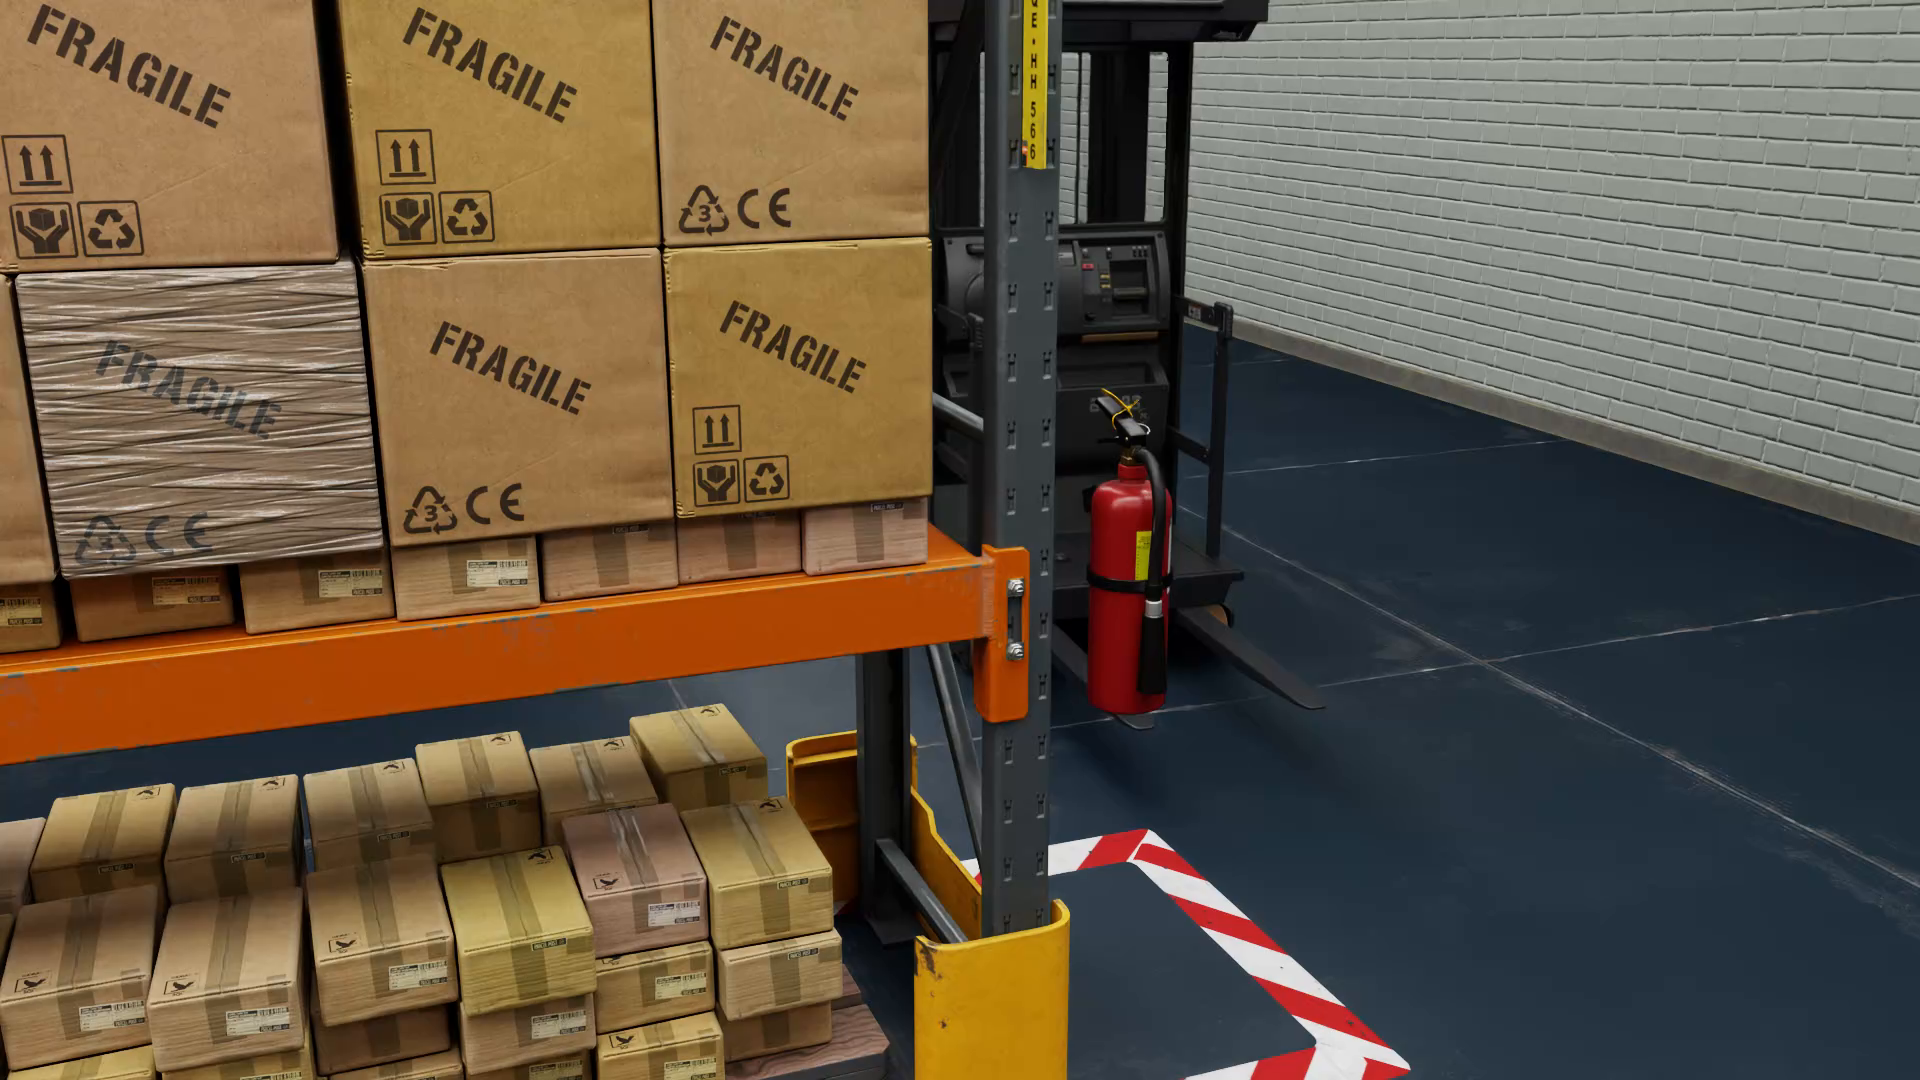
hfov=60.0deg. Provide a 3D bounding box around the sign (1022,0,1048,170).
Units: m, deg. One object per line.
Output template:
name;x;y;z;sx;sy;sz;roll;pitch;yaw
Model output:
sign;0.137;-0.847;3.042;0.005;0.325;0.100;-6;17;-20

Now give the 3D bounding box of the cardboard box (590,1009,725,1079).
cardboard box;-0.664;1.039;3.550;0.250;0.149;0.380;-6;17;-18

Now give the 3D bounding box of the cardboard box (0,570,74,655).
cardboard box;-1.722;0.078;2.955;0.250;0.149;0.380;-6;17;-19

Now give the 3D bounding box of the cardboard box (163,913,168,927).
cardboard box;-1.827;0.869;3.601;0.250;0.149;0.380;-5;17;-17

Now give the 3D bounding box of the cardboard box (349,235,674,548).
cardboard box;-0.853;-0.315;3.141;0.500;0.500;0.500;-6;18;-21

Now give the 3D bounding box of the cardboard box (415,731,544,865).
cardboard box;-1.149;0.608;3.963;0.250;0.149;0.380;-6;17;-20

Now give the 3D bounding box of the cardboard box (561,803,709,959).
cardboard box;-0.702;0.724;3.569;0.250;0.149;0.380;-6;17;-19

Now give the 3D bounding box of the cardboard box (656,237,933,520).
cardboard box;-0.370;-0.365;3.313;0.500;0.500;0.500;-6;17;-19

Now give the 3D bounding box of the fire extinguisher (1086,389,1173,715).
fire extinguisher;0.358;0.024;3.491;0.183;0.674;0.296;-6;17;-20

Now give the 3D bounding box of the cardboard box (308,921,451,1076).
cardboard box;-1.206;0.917;3.438;0.250;0.149;0.380;-6;18;-21

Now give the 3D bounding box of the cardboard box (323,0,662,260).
cardboard box;-0.854;-0.795;3.003;0.500;0.500;0.500;-7;18;-22

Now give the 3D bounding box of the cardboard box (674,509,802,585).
cardboard box;-0.492;-0.045;3.373;0.250;0.149;0.380;-6;17;-20

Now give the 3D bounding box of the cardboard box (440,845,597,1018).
cardboard box;-0.898;0.783;3.367;0.250;0.149;0.380;-7;18;-21

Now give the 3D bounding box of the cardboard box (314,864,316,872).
cardboard box;-1.375;0.779;3.907;0.250;0.149;0.380;-6;17;-18

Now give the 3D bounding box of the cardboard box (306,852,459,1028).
cardboard box;-1.162;0.792;3.334;0.250;0.149;0.380;-7;18;-22

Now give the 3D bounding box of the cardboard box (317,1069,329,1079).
cardboard box;-1.383;1.114;3.296;0.250;0.149;0.380;-7;18;-23

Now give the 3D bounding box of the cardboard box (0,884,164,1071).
cardboard box;-1.679;0.832;3.201;0.250;0.149;0.380;-7;18;-22

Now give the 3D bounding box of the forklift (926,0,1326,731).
forklift;0.453;-1.029;6.399;1.130;2.935;3.031;-5;17;-16

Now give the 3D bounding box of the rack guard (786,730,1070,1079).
rack guard;-0.114;0.919;4.080;0.348;0.500;1.175;-6;17;-20

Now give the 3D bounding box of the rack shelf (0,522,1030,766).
rack shelf;-1.910;0.259;3.169;4.000;0.370;1.077;-6;17;-20

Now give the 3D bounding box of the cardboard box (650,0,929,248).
cardboard box;-0.381;-0.847;3.177;0.500;0.500;0.500;-7;18;-21

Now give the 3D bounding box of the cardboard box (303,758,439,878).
cardboard box;-1.351;0.655;3.804;0.250;0.149;0.380;-7;18;-23

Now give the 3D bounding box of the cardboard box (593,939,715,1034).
cardboard box;-0.697;0.876;3.576;0.250;0.149;0.380;-7;18;-21

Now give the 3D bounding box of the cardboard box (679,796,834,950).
cardboard box;-0.446;0.713;3.604;0.250;0.149;0.380;-6;17;-19

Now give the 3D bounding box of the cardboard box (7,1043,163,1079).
cardboard box;-1.643;0.994;3.177;0.250;0.149;0.380;-5;17;-17

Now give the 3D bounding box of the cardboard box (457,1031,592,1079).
cardboard box;-0.941;1.043;3.537;0.250;0.149;0.380;-6;17;-20

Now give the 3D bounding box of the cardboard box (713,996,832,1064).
cardboard box;-0.460;0.987;3.729;0.250;0.149;0.380;-6;17;-19

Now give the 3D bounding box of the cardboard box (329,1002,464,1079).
cardboard box;-1.167;1.072;3.440;0.250;0.149;0.380;-6;17;-20

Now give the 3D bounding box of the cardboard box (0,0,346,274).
cardboard box;-1.337;-0.741;2.817;0.500;0.500;0.500;-5;17;-17

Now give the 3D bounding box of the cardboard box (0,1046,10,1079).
cardboard box;-1.890;1.029;3.058;0.250;0.149;0.380;-6;17;-20

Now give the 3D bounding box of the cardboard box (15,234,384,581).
cardboard box;-1.323;-0.261;2.958;0.500;0.500;0.500;-6;17;-20

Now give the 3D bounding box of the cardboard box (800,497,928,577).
cardboard box;-0.246;-0.060;3.424;0.250;0.149;0.380;-6;17;-20

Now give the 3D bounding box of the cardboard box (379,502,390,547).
cardboard box;-1.149;-0.109;3.591;0.250;0.149;0.380;-5;17;-17

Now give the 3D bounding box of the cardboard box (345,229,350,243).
cardboard box;-1.052;-0.445;3.585;0.500;0.500;0.500;-6;17;-20

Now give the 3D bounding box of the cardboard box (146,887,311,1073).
cardboard box;-1.393;0.834;3.192;0.250;0.149;0.380;-5;17;-18

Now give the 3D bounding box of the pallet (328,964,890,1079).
pallet;-0.885;1.131;3.874;1.213;0.211;1.003;-6;17;-20

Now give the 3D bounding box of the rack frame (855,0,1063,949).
rack frame;-0.043;-0.288;3.754;0.127;3.000;1.000;-6;17;-20

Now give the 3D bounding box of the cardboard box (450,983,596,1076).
cardboard box;-0.918;0.917;3.438;0.250;0.149;0.380;-7;18;-22

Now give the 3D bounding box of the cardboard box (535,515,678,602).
cardboard box;-0.720;-0.015;3.273;0.250;0.149;0.380;-6;18;-21

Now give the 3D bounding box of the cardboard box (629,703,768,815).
cardboard box;-0.654;0.557;4.137;0.250;0.149;0.380;-7;18;-23

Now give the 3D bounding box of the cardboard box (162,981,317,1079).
cardboard box;-1.397;0.973;3.249;0.250;0.149;0.380;-6;17;-19

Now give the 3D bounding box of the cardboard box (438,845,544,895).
cardboard box;-1.097;0.782;3.898;0.250;0.149;0.380;-6;17;-19

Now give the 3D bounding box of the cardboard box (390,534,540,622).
cardboard box;-0.950;0.016;3.165;0.250;0.149;0.380;-6;17;-19

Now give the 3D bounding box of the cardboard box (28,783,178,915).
cardboard box;-1.875;0.695;3.668;0.250;0.149;0.380;-6;17;-19

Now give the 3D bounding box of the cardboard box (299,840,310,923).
cardboard box;-1.589;0.831;3.731;0.250;0.149;0.380;-7;18;-23

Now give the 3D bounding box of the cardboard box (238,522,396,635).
cardboard box;-1.207;0.035;3.100;0.250;0.149;0.380;-7;18;-23

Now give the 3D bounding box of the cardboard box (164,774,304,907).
cardboard box;-1.613;0.680;3.717;0.250;0.149;0.380;-5;17;-18

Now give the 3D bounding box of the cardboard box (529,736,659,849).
cardboard box;-0.868;0.616;3.935;0.250;0.149;0.380;-6;17;-19

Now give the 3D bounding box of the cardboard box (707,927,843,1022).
cardboard box;-0.433;0.864;3.618;0.250;0.149;0.380;-7;18;-22

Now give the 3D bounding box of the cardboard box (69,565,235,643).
cardboard box;-1.480;0.047;3.061;0.250;0.149;0.380;-7;18;-22

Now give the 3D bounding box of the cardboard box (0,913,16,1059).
cardboard box;-1.914;0.865;3.086;0.250;0.149;0.380;-6;17;-20

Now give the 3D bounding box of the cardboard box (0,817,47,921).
cardboard box;-2.076;0.745;3.496;0.250;0.149;0.380;-6;17;-20

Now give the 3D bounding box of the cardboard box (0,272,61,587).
cardboard box;-1.792;-0.214;2.796;0.500;0.500;0.500;-5;17;-17
